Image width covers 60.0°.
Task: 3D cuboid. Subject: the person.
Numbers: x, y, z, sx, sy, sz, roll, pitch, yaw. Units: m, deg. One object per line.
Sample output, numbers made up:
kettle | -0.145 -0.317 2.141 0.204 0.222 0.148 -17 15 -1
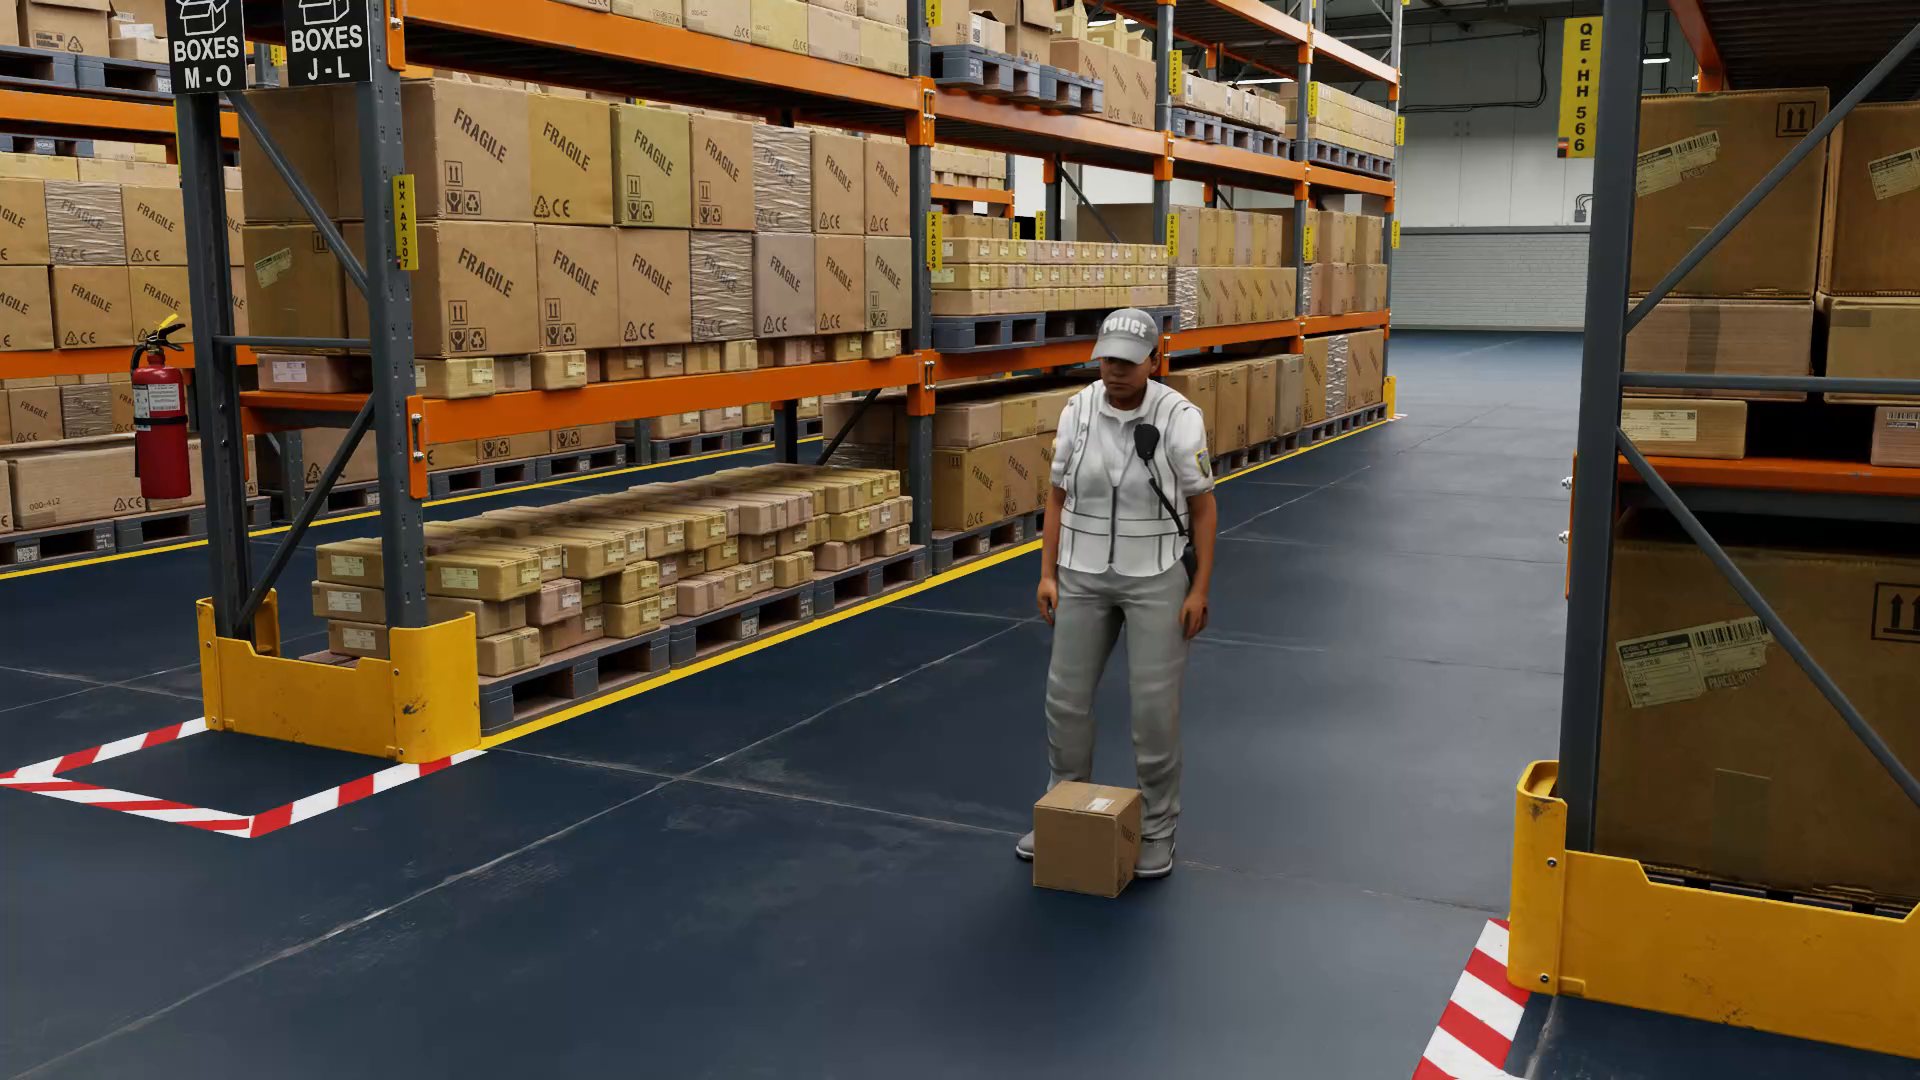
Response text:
person | 0.470 0.145 4.957 0.563 1.665 0.470 4 10 22
